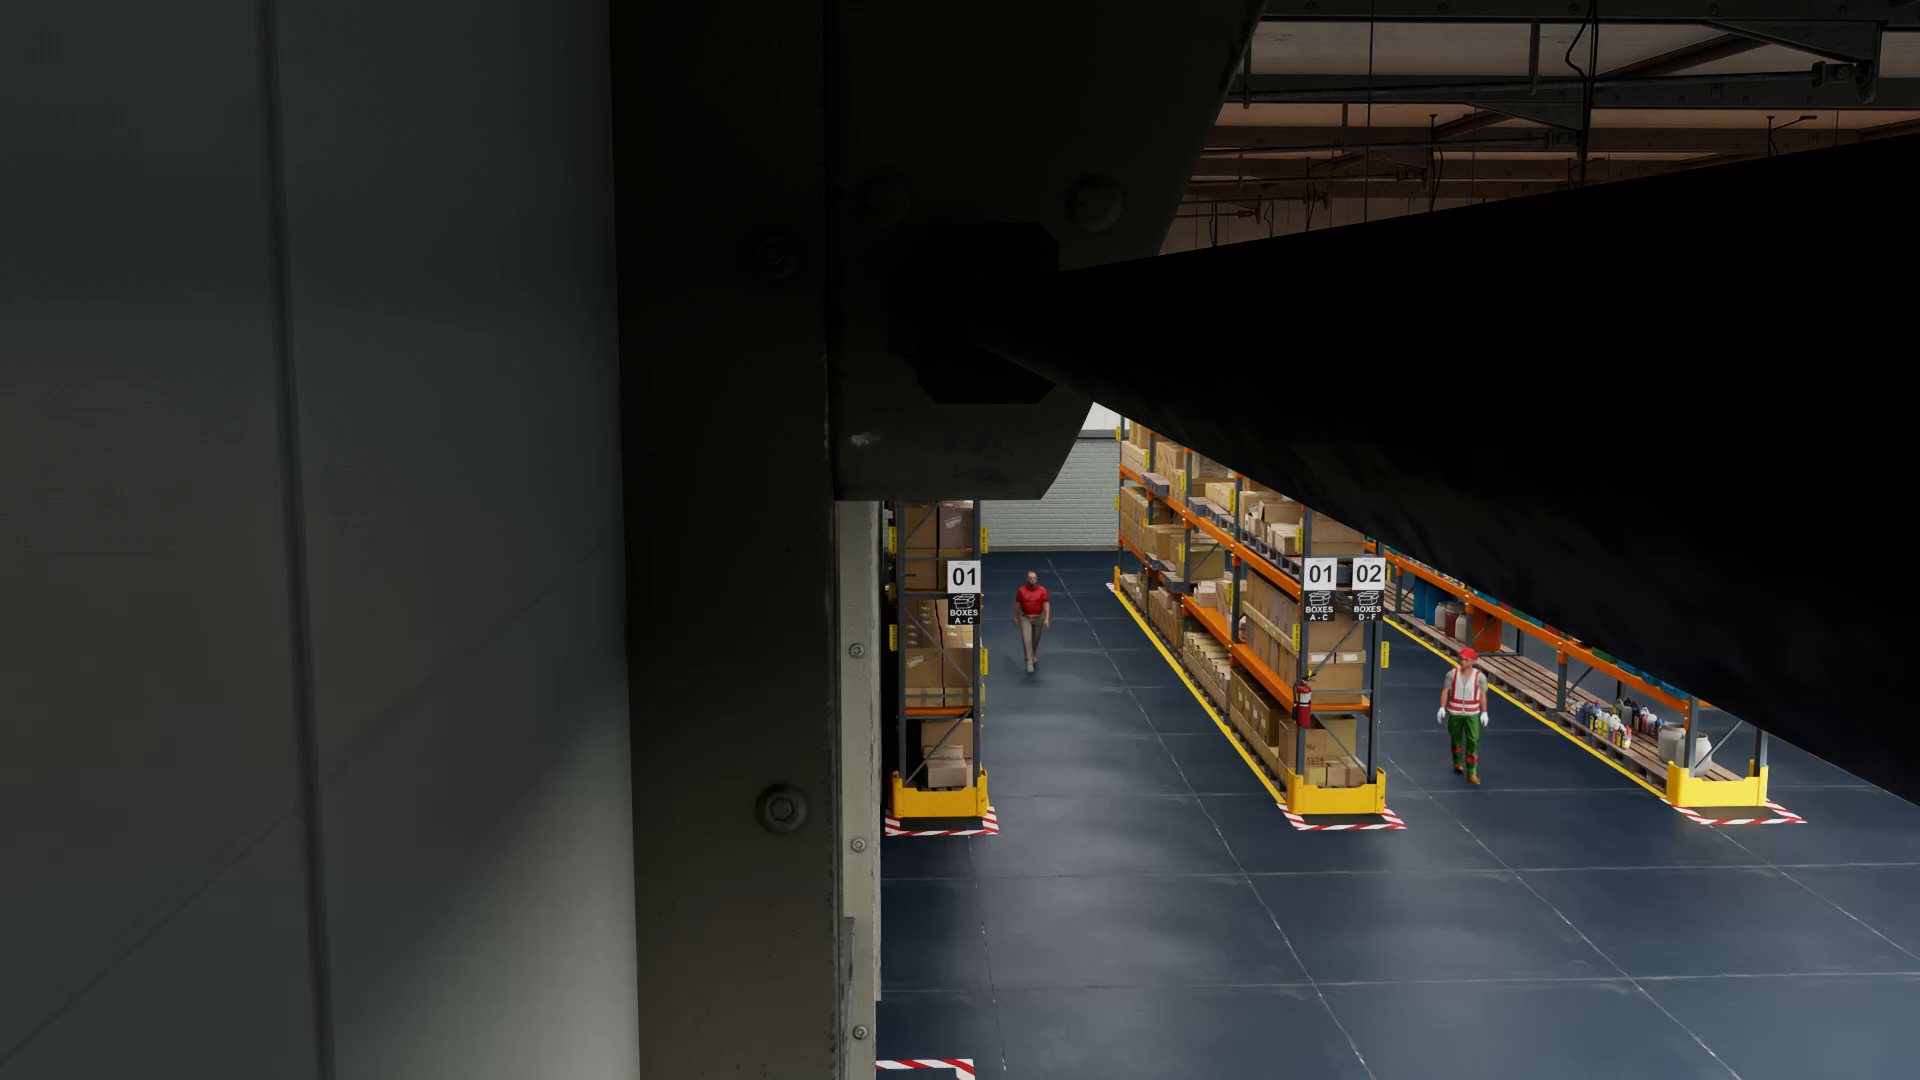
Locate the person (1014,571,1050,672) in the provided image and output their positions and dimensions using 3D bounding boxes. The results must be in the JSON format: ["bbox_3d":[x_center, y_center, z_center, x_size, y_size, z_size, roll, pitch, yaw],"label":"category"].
[{"bbox_3d":[1.256,1.369,28.634,0.558,1.657,1.088,-2,8,-11],"label":"person"}]

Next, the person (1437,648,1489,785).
[{"bbox_3d":[6.656,2.292,21.986,0.657,1.718,1.049,2,9,16],"label":"person"}]
